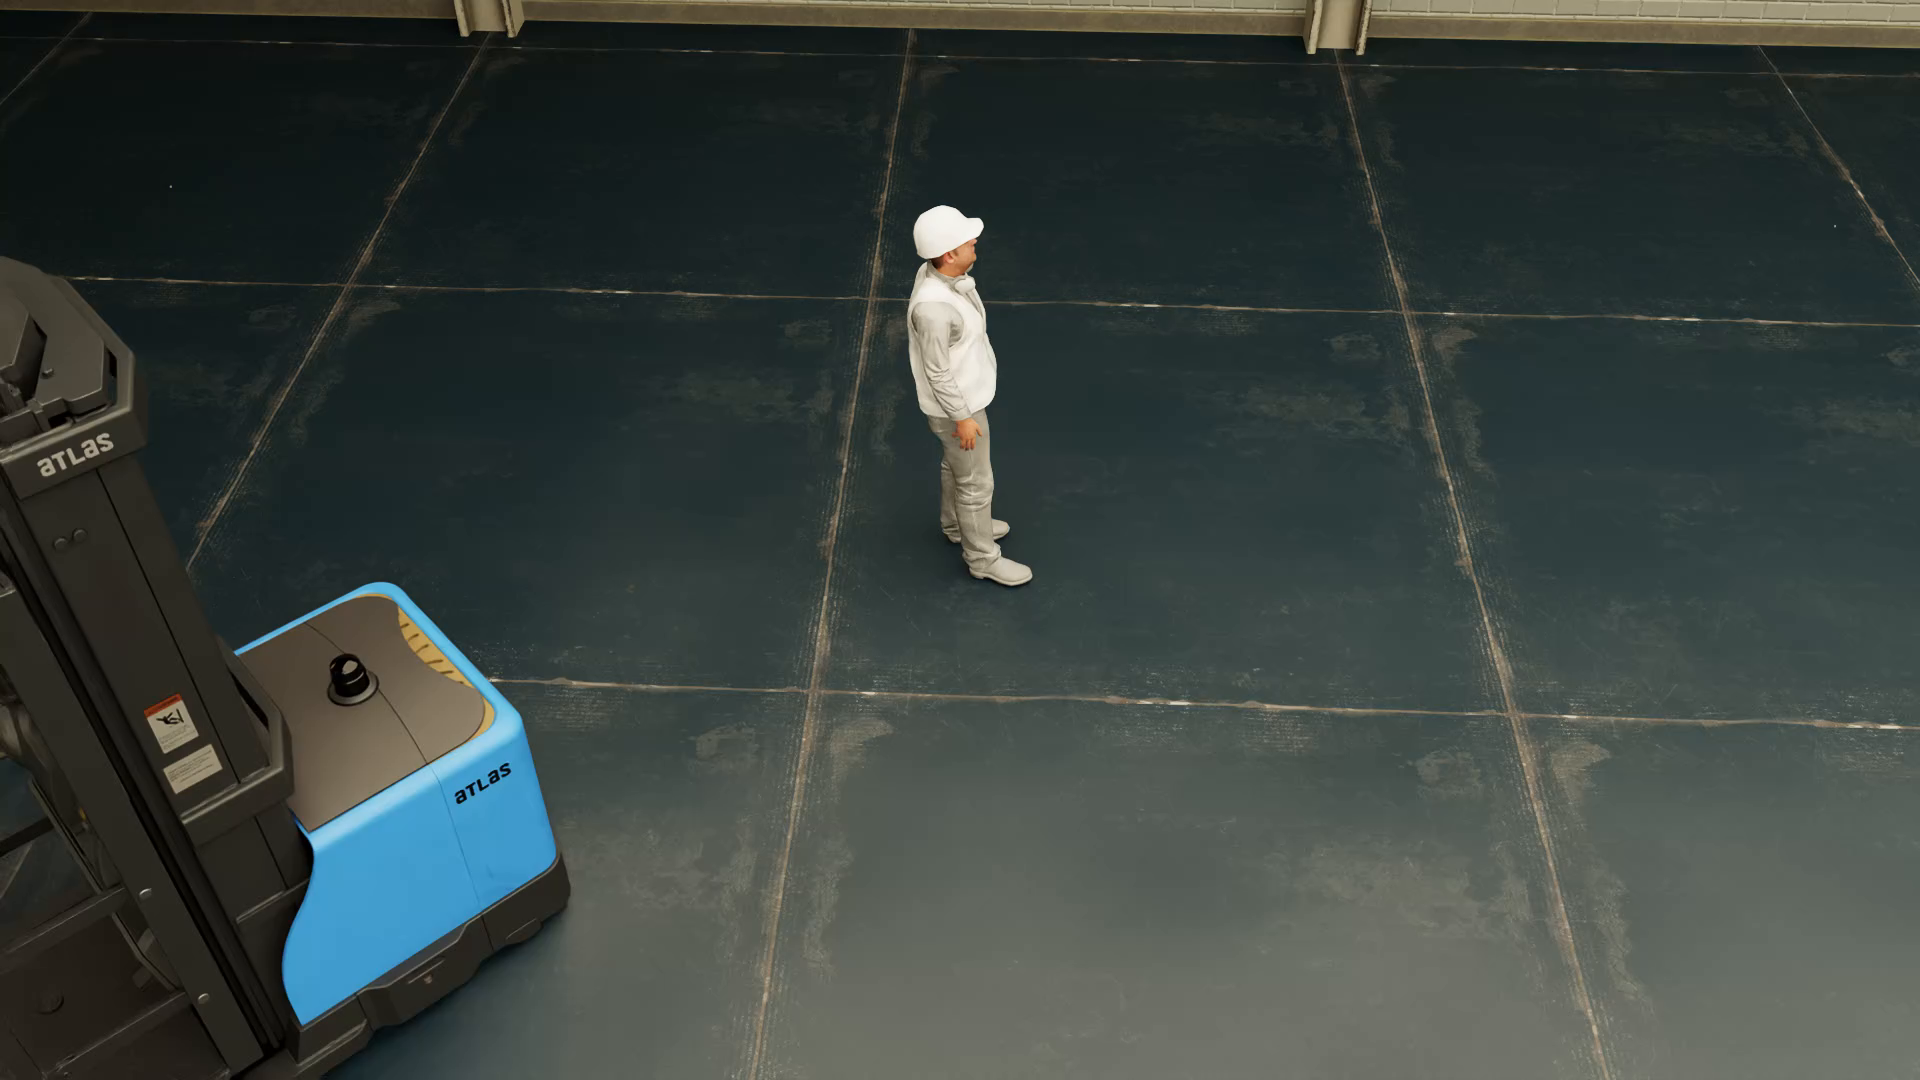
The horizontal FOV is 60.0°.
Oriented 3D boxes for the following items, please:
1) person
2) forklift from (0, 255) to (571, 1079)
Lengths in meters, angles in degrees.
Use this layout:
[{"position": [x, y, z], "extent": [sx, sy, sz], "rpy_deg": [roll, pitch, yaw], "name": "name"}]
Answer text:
[{"position": [0.063, -0.653, 7.306], "extent": [0.566, 1.775, 0.633], "rpy_deg": [2, 42, 2], "name": "person"}, {"position": [-2.913, 0.749, 4.922], "extent": [3.031, 2.935, 1.130], "rpy_deg": [-32, 51, -30], "name": "forklift"}]
